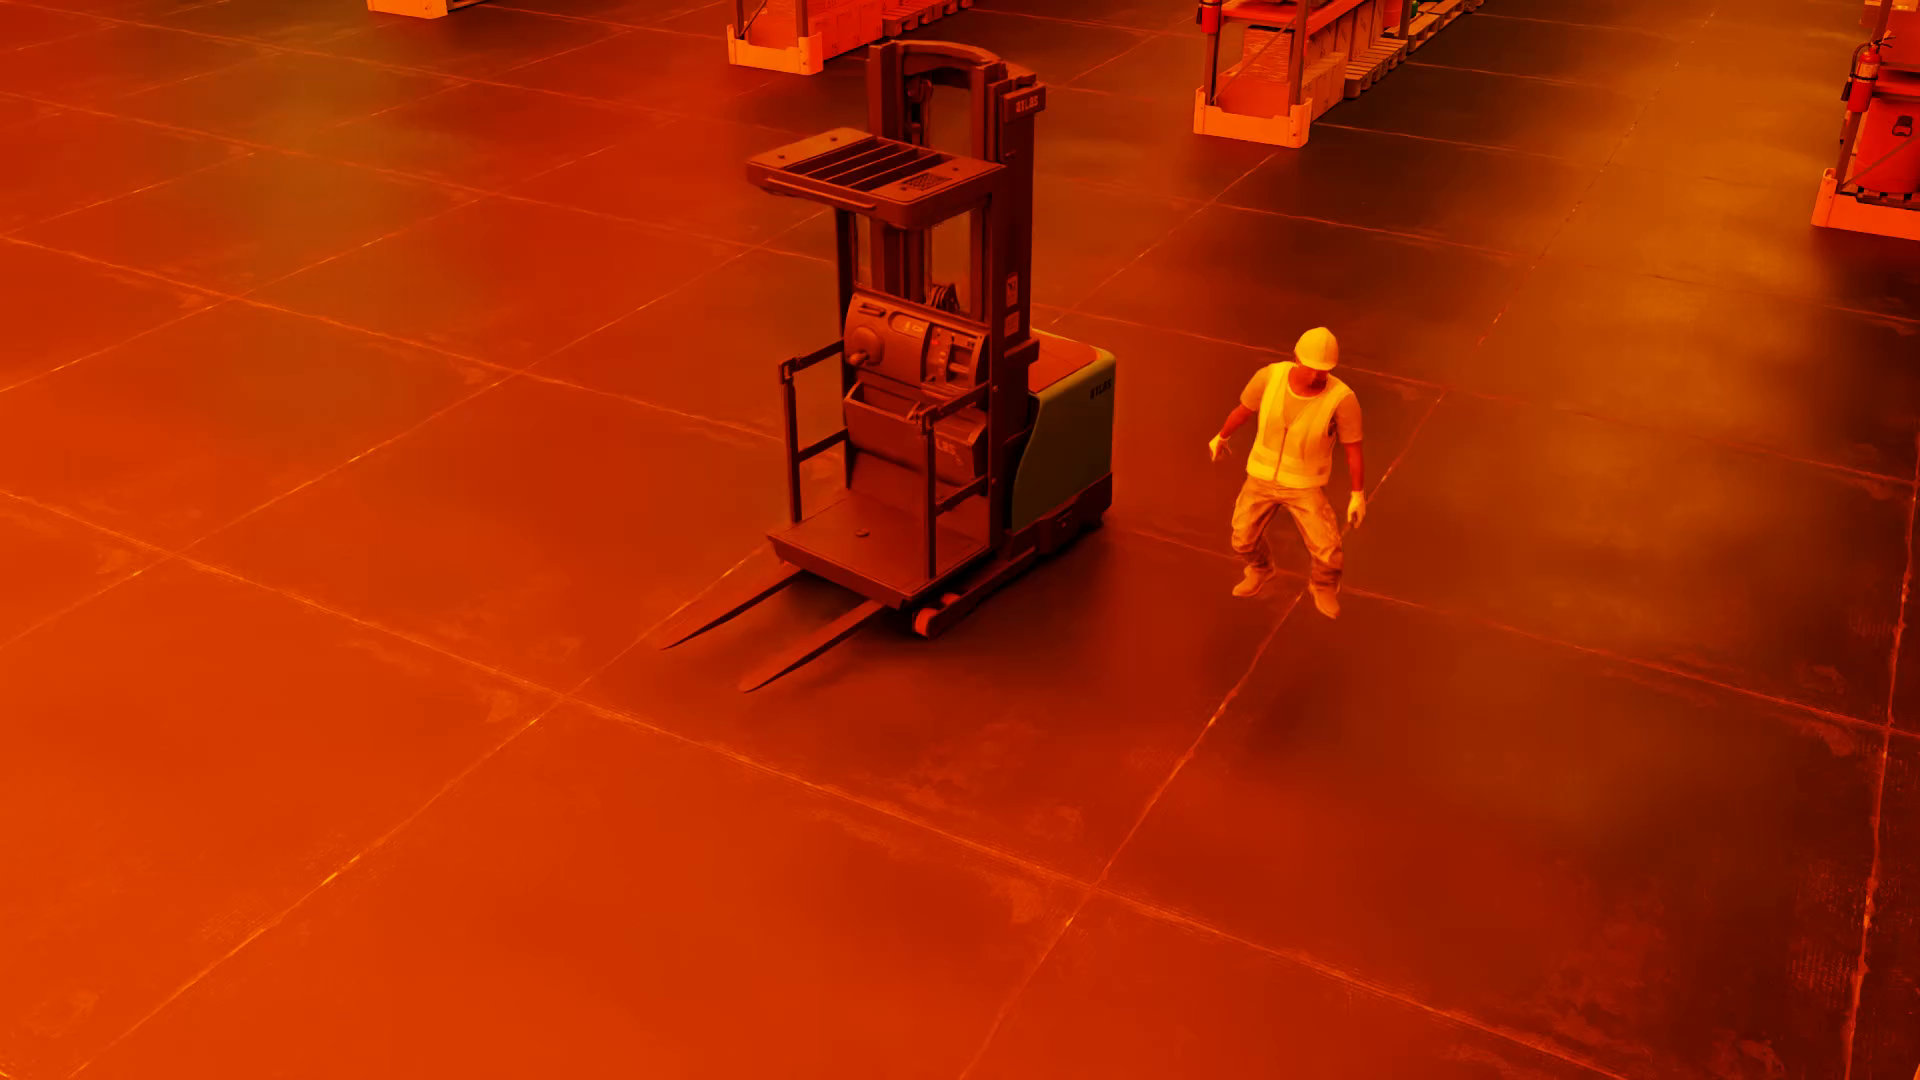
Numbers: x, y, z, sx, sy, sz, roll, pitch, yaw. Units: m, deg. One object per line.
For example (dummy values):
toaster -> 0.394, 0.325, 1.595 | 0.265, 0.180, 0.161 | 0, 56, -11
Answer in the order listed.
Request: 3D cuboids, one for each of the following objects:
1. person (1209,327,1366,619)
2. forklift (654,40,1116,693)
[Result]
person -> 1.681, -0.363, 8.654 | 0.905, 1.699, 0.543 | 18, 35, 28
forklift -> -0.382, -1.016, 8.830 | 1.130, 2.935, 3.031 | 22, 36, 33
